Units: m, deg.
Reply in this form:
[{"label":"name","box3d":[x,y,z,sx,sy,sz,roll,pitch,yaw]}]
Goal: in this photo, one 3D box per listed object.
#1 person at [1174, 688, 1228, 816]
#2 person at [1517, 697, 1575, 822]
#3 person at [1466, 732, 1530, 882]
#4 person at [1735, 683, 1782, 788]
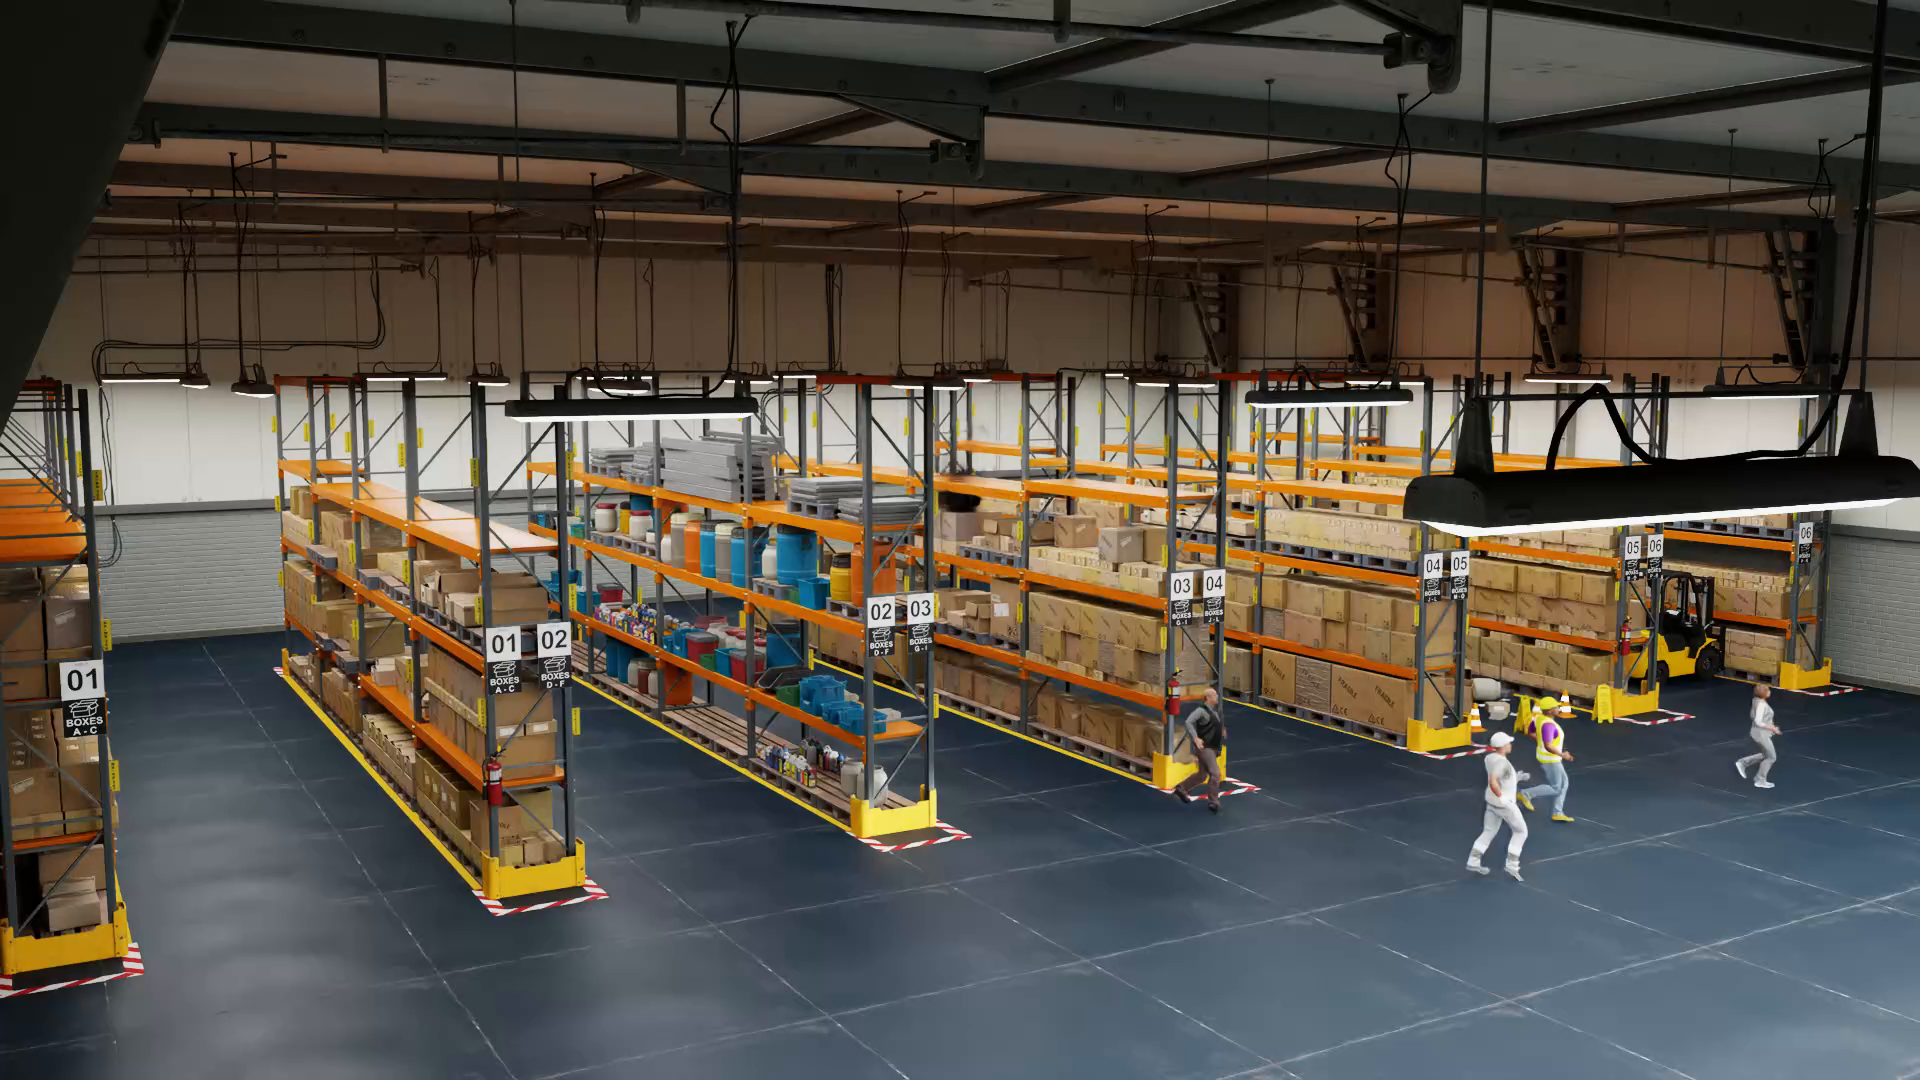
[{"label":"person","box3d":[3.434,2.955,23.364,0.850,1.760,0.680,4,7,29]},{"label":"person","box3d":[8.029,2.997,22.769,0.793,1.732,0.711,1,6,8]},{"label":"person","box3d":[6.556,3.240,20.151,0.774,1.846,0.643,-1,6,-10]},{"label":"person","box3d":[11.780,2.880,24.527,0.565,1.546,0.534,2,7,18]}]
